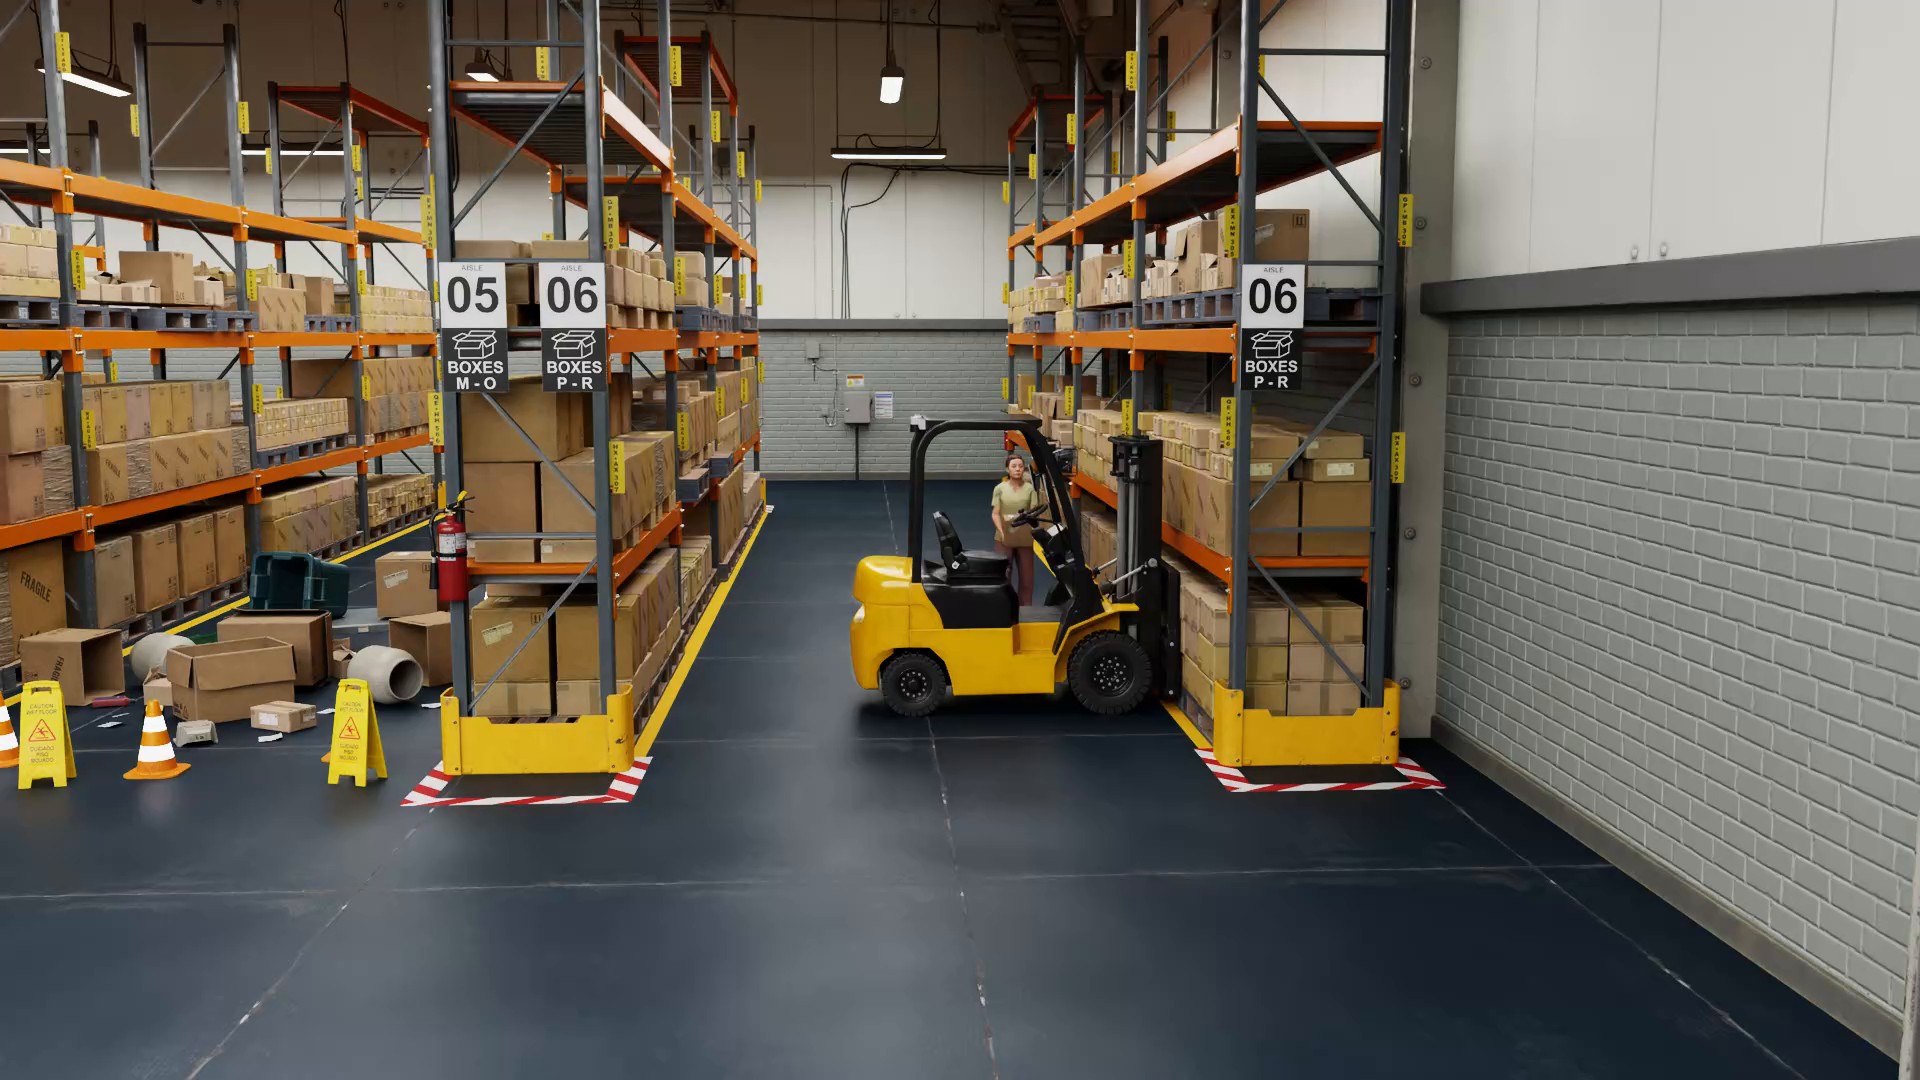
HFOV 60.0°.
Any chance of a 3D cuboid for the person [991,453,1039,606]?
[{"bbox_3d":[0.517,0.035,15.465,0.452,1.672,0.523,0,7,-4],"label":"person"}]
